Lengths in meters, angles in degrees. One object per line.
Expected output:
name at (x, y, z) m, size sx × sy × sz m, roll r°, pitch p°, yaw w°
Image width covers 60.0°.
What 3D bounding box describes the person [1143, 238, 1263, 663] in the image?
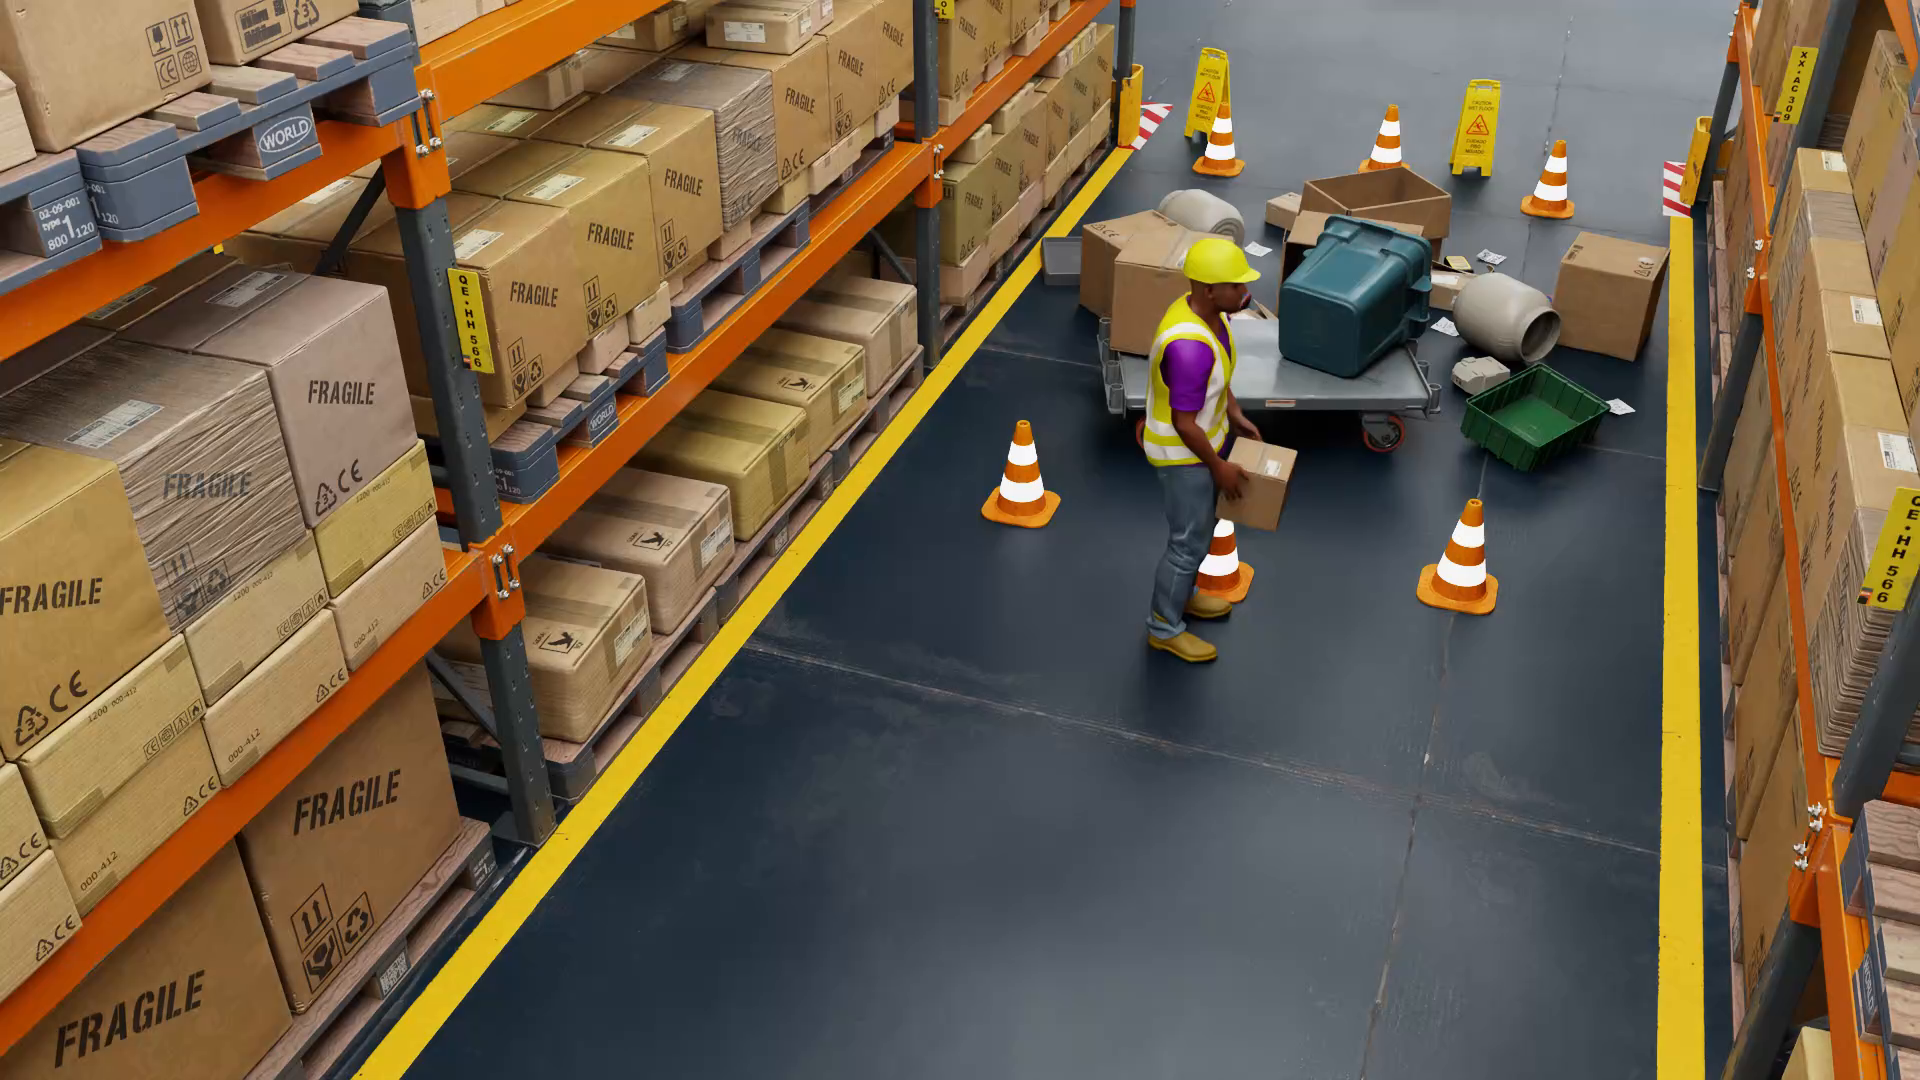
person at (0.968, -0.372, 6.689) m, size 0.458 × 1.767 × 0.575 m, roll 10°, pitch 34°, yaw 16°
